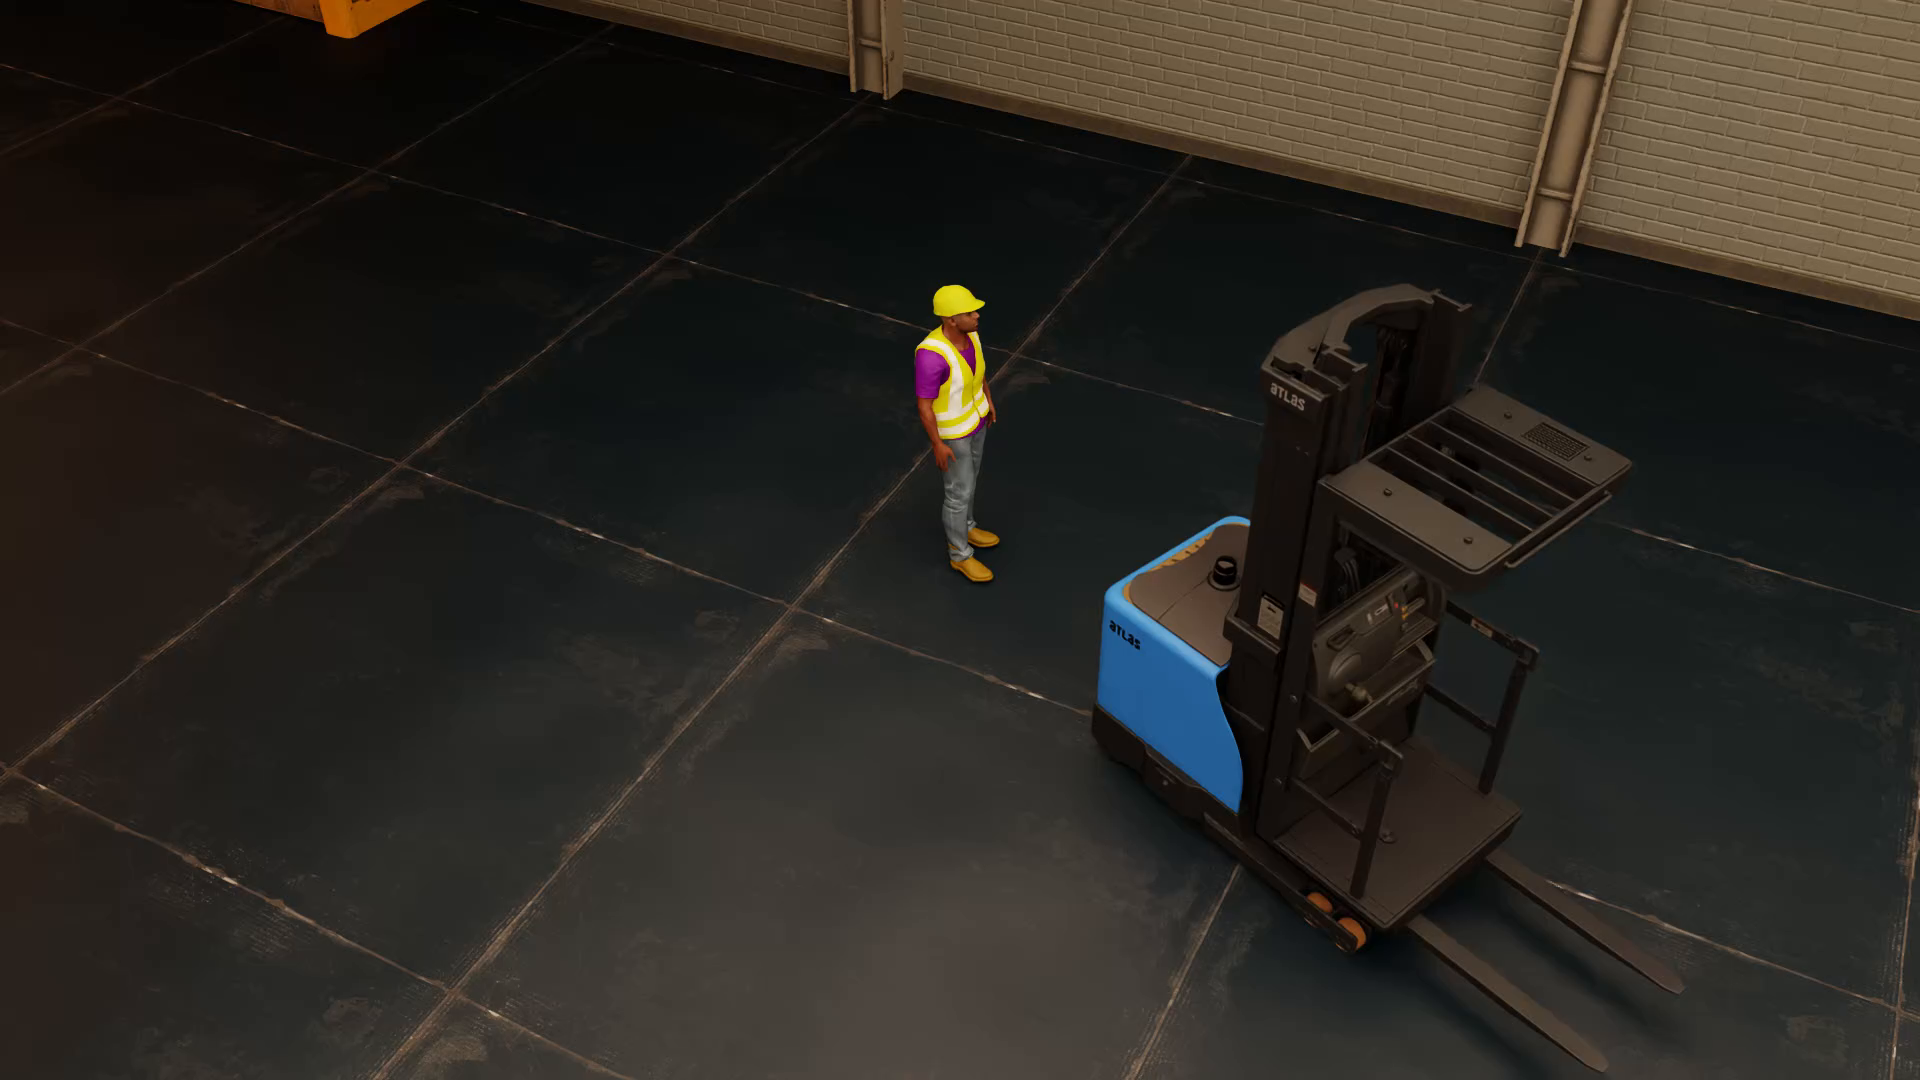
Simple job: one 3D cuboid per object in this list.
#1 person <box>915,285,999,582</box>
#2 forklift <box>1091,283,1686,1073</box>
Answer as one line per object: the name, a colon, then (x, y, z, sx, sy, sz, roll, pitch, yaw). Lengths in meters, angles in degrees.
person: (0.060, -0.657, 9.659, 0.575, 1.768, 0.665, 18, 43, 21)
forklift: (2.045, 0.471, 7.428, 1.130, 2.935, 3.031, -29, 48, -30)
